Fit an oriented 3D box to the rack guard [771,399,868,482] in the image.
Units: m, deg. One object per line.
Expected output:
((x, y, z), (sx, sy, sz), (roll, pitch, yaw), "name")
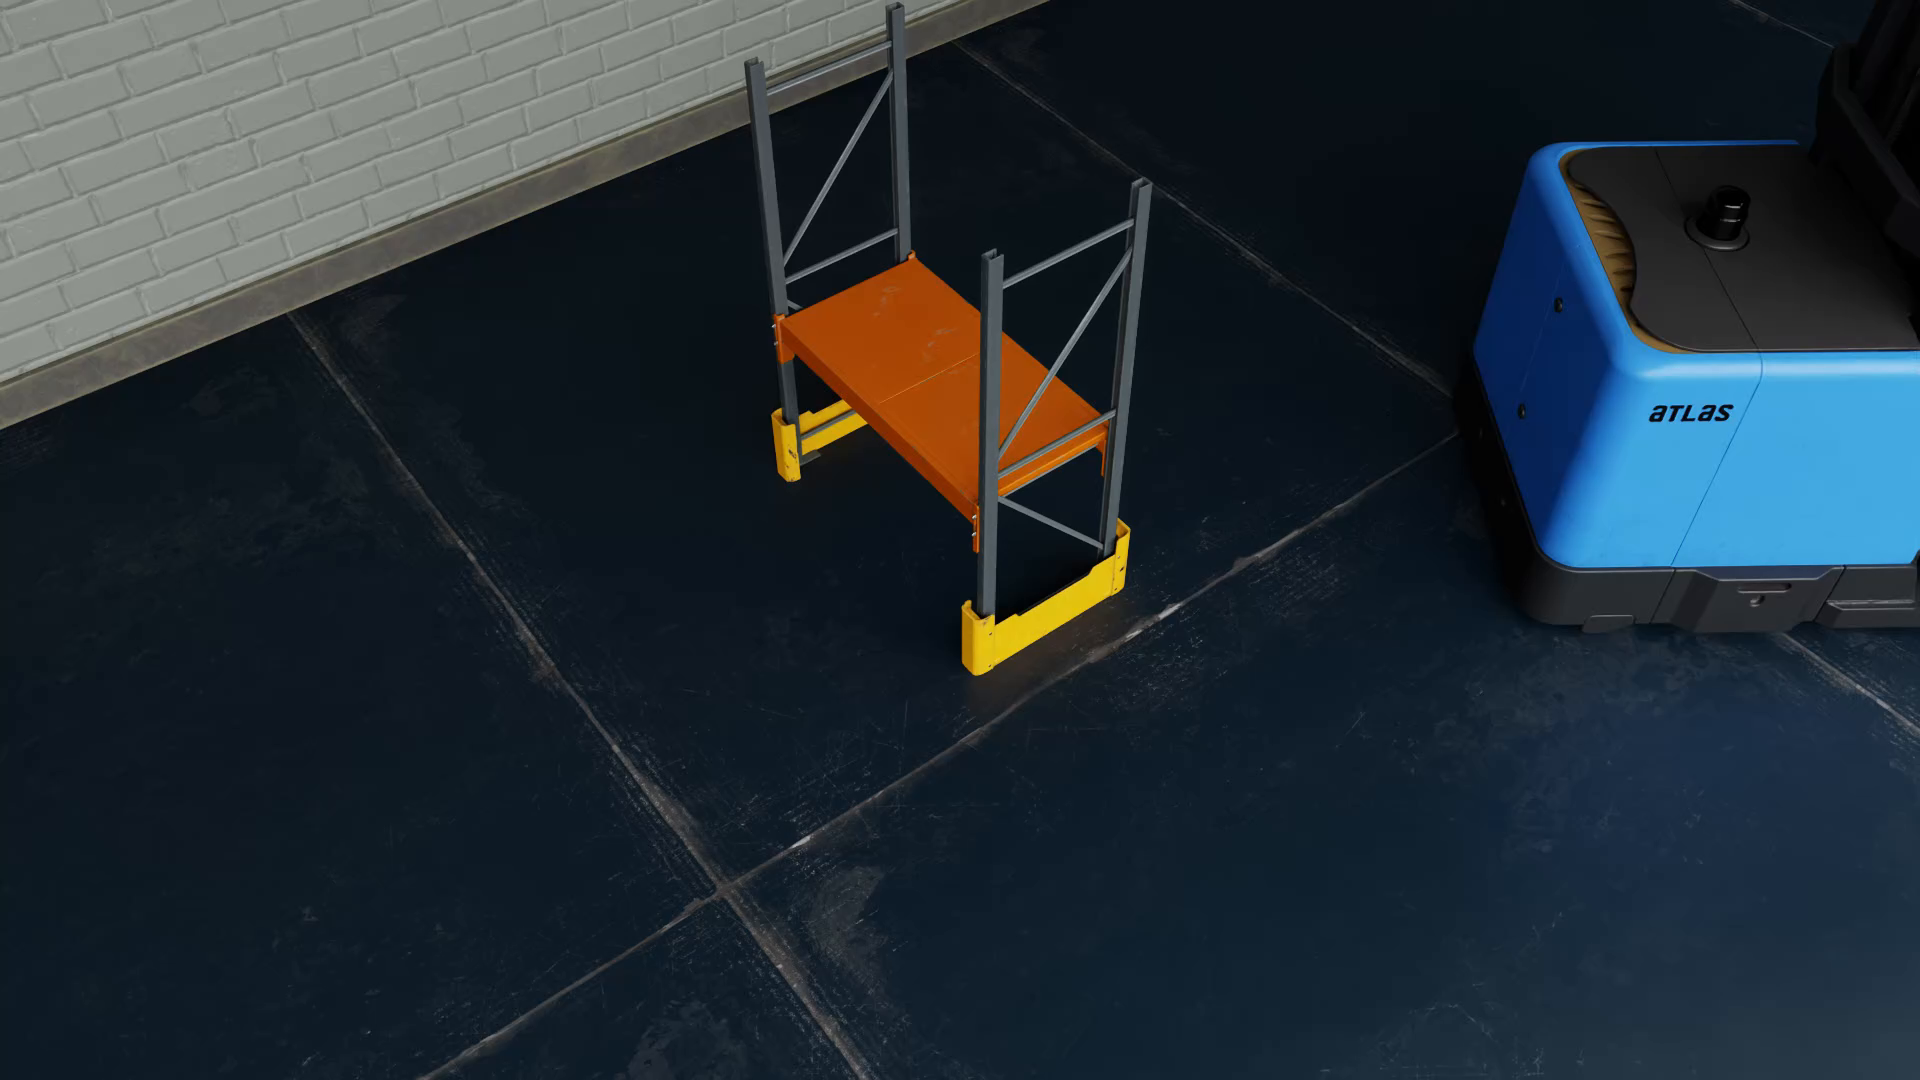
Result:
((-0.348, -0.423, 5.464), (0.587, 0.250, 0.087), (-29, 54, -24), "rack guard")

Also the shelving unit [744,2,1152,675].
((-0.046, -0.549, 4.735), (0.587, 1.500, 1.083), (-29, 54, -24), "shelving unit")

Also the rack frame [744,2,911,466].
((-0.359, -0.854, 5.012), (0.500, 1.500, 0.032), (-29, 54, -24), "rack frame")

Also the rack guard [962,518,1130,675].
((0.255, 0.165, 4.932), (0.587, 0.250, 0.087), (-29, 54, -24), "rack guard")

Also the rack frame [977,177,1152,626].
((0.256, -0.254, 4.468), (0.500, 1.500, 0.032), (-29, 54, -24), "rack frame")

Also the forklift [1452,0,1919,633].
((3.169, -1.092, 4.262), (3.031, 2.935, 1.130), (-1, 48, -1), "forklift")

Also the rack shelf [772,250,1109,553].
((-0.052, -0.433, 4.873), (0.538, 0.185, 1.000), (-29, 54, -24), "rack shelf")
